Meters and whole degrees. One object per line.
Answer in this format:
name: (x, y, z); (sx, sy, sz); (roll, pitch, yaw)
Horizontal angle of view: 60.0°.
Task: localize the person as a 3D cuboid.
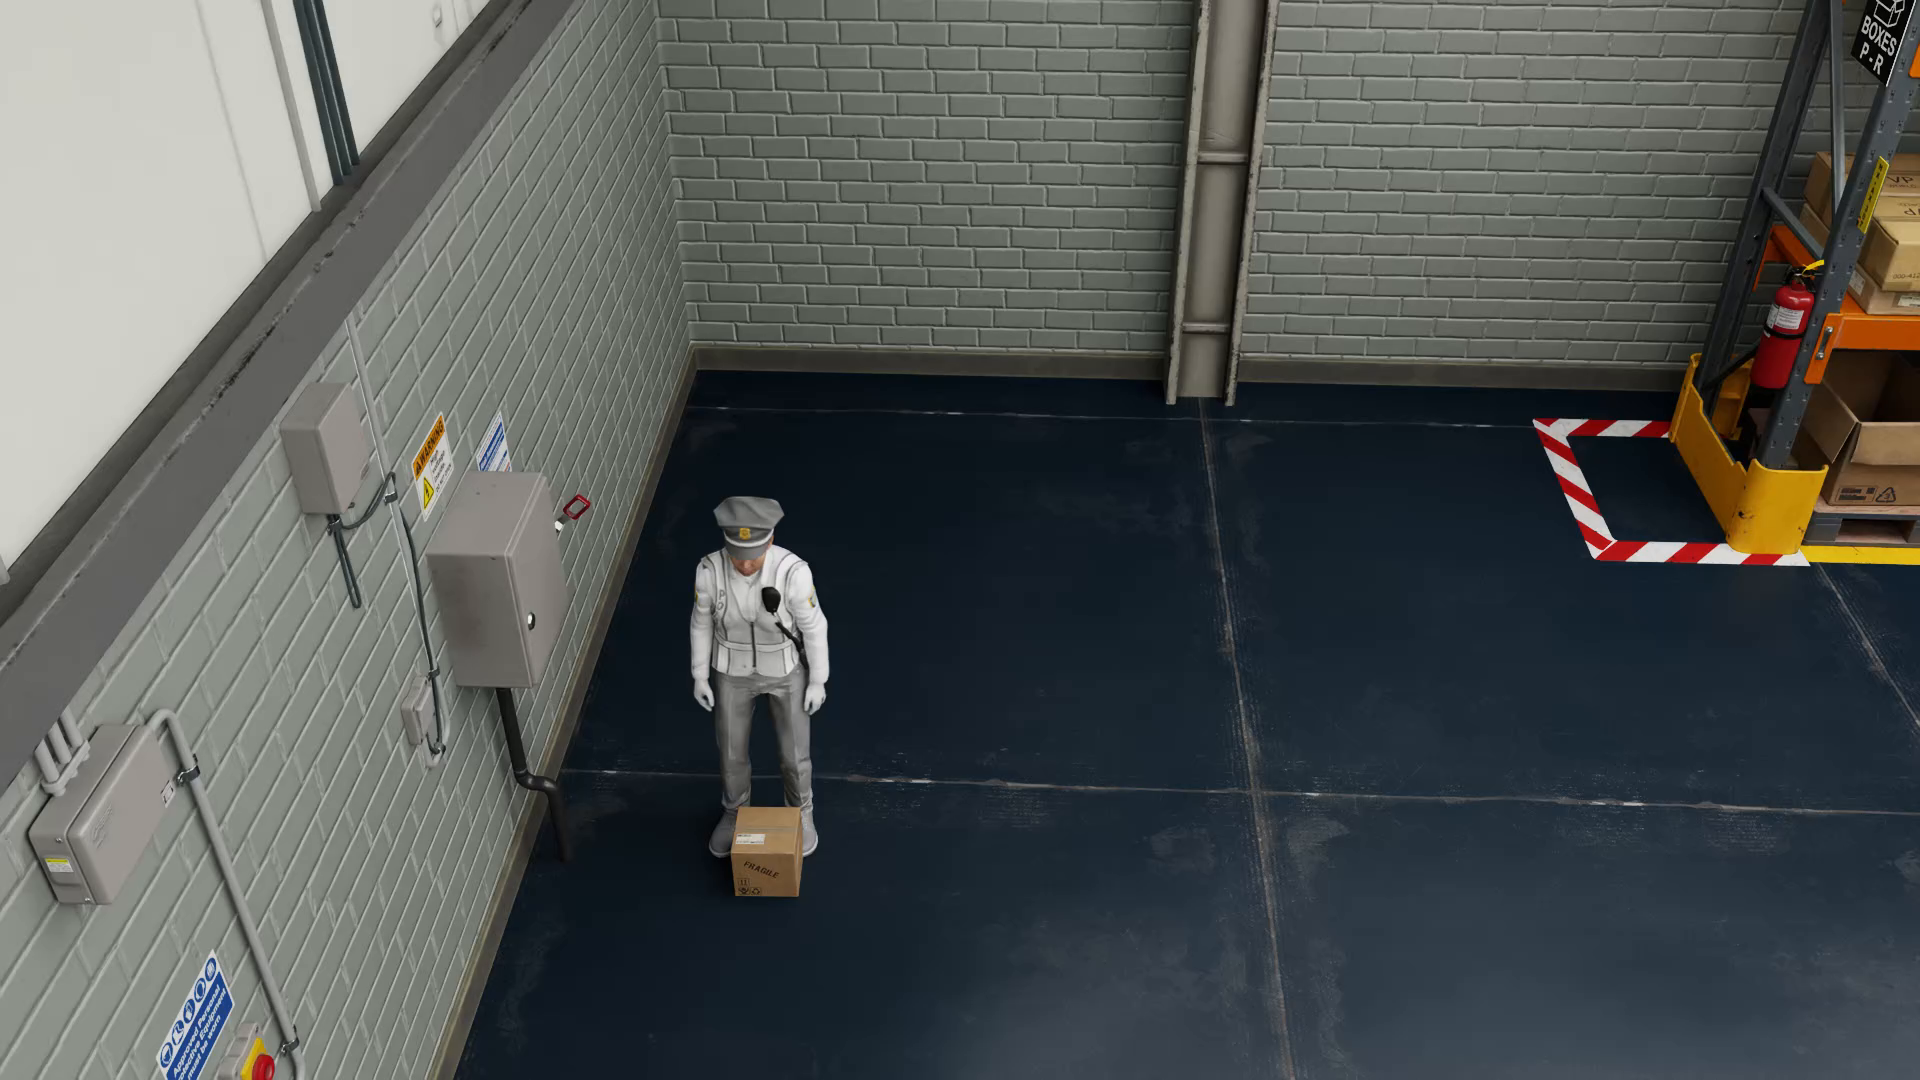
person: (-0.764, 0.604, 6.449); (0.528, 1.461, 0.358); (2, 36, 2)
